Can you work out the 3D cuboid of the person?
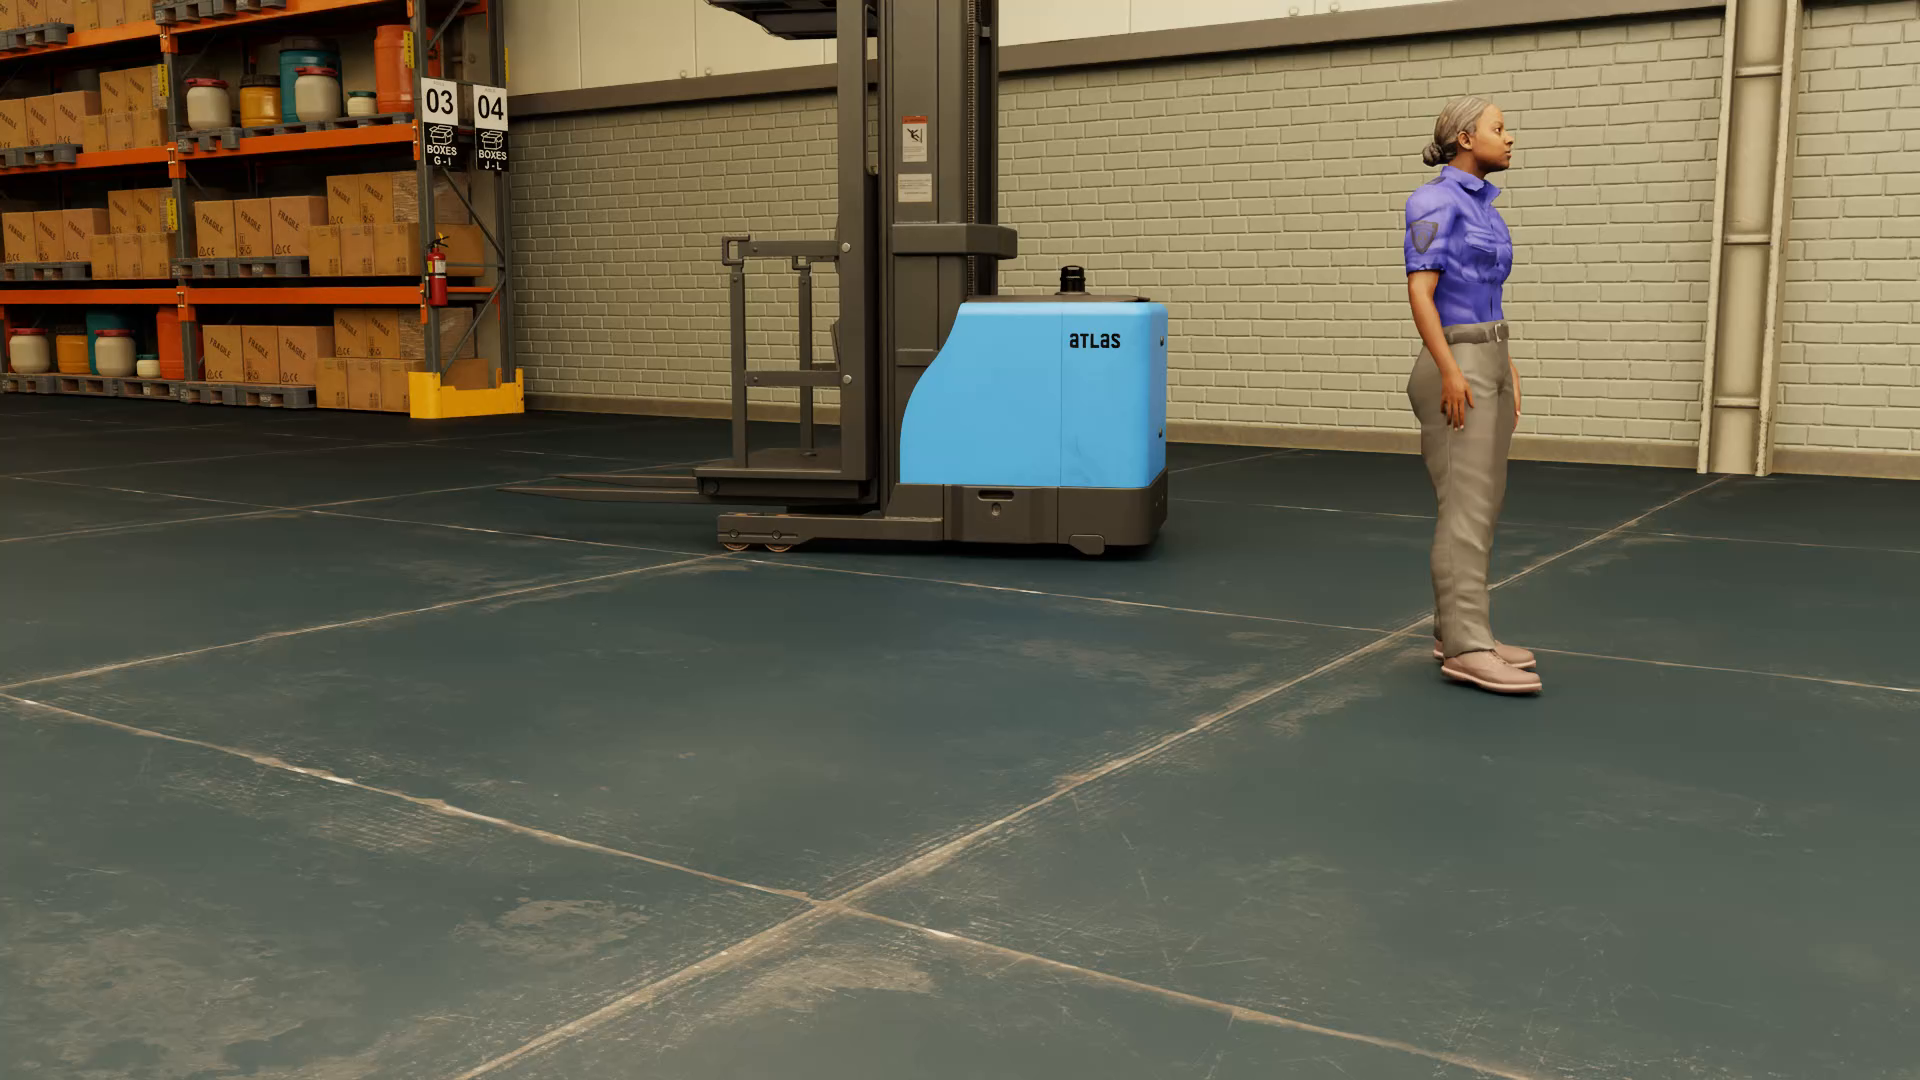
[{"bbox_3d":[1.529,-0.441,4.779,0.504,1.654,0.569,6,10,37],"label":"person"}]

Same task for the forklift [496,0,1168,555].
[{"bbox_3d":[-0.596,-1.469,7.520,3.031,2.935,1.130,2,8,12],"label":"forklift"}]
